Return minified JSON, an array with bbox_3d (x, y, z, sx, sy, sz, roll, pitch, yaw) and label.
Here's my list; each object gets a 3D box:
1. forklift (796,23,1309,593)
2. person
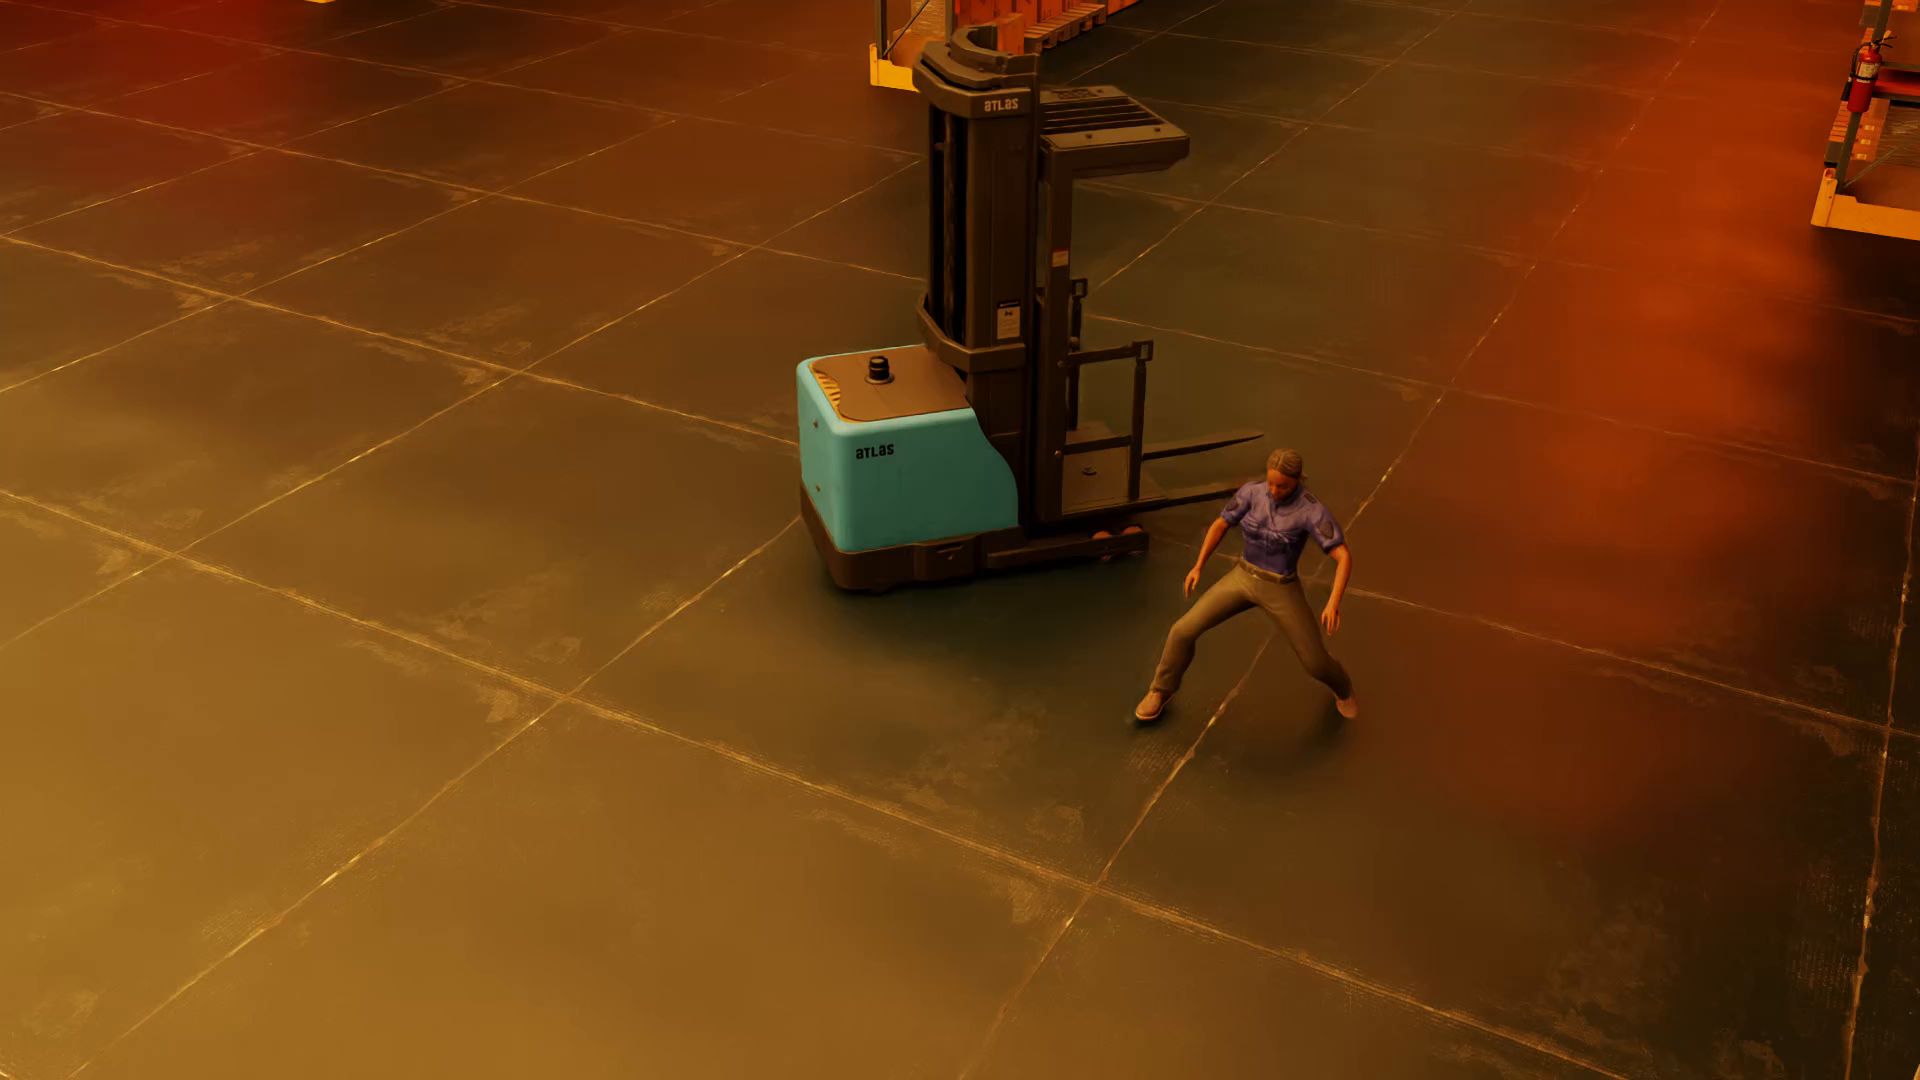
[{"bbox_3d":[0.606,-1.393,9.484,3.031,2.935,1.130,-9,31,-15],"label":"forklift"},{"bbox_3d":[1.498,0.261,8.127,0.943,1.531,0.902,20,35,30],"label":"person"}]
